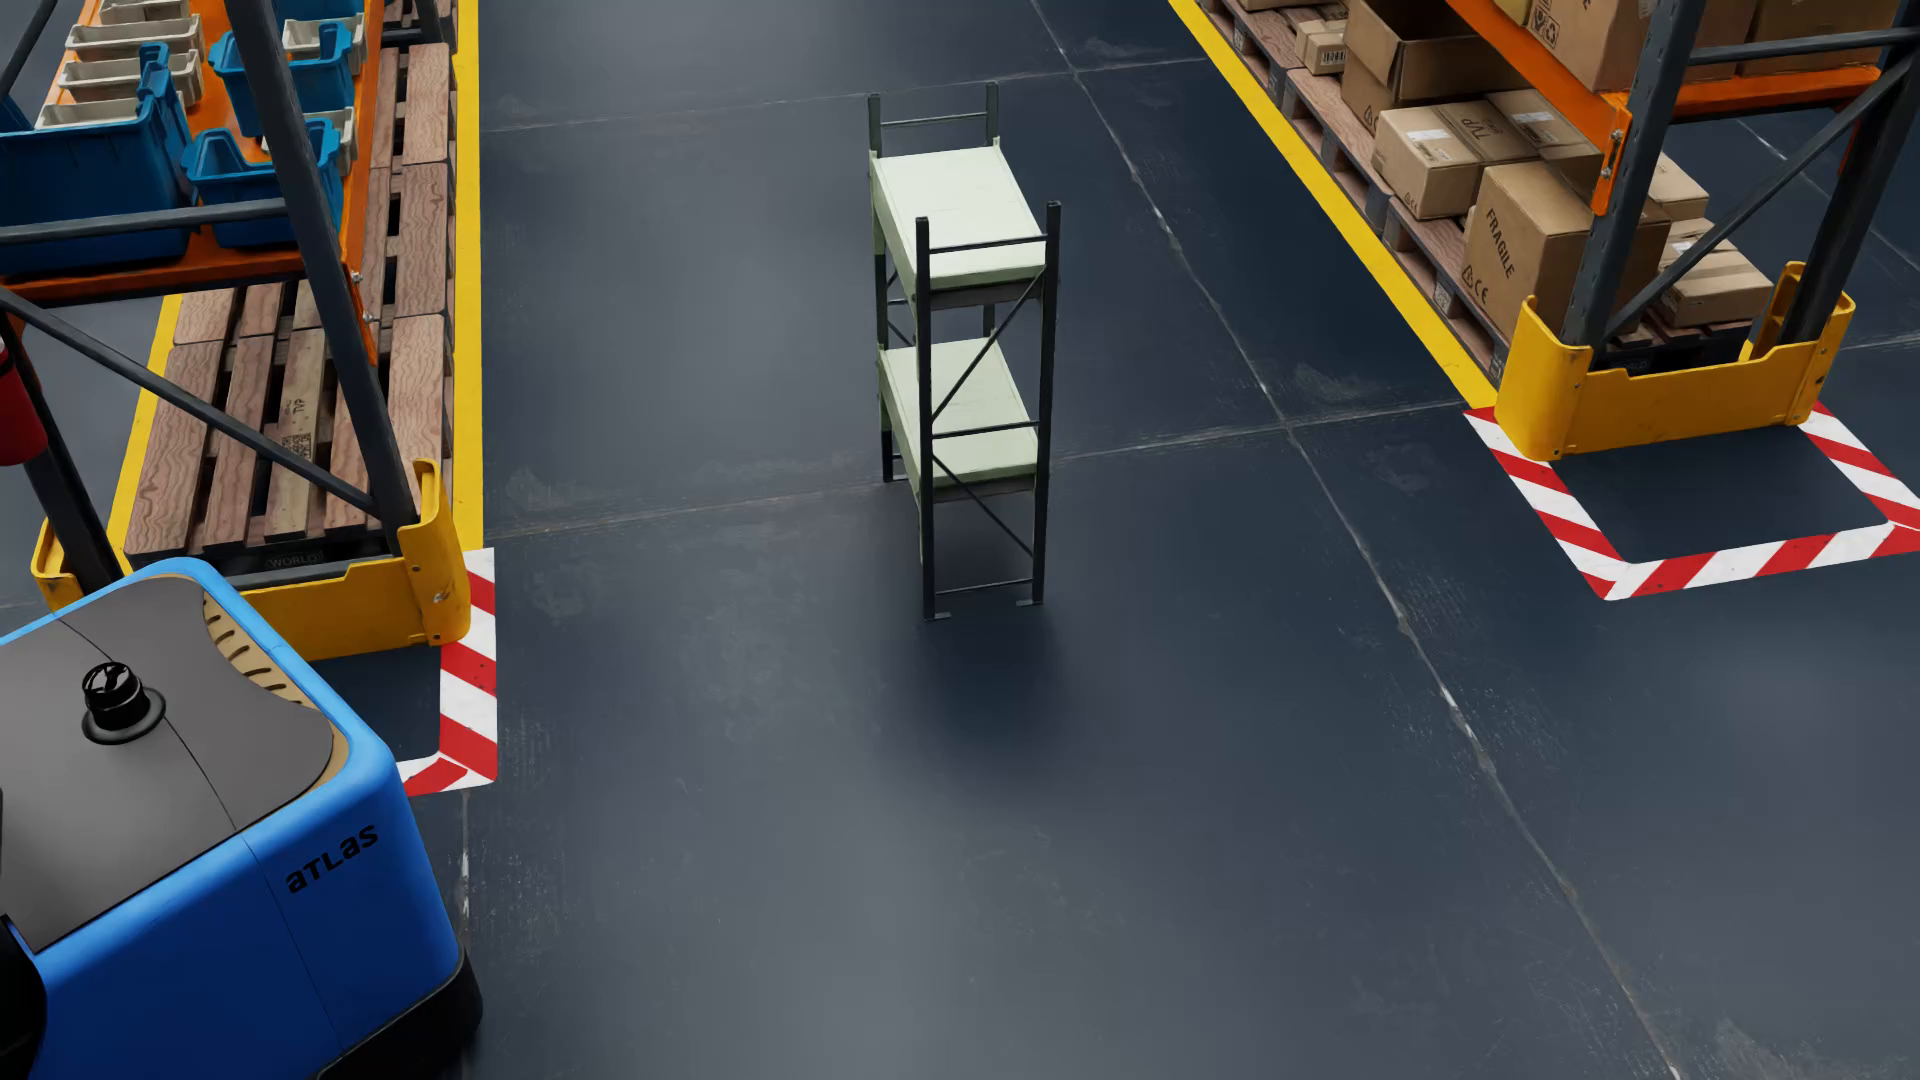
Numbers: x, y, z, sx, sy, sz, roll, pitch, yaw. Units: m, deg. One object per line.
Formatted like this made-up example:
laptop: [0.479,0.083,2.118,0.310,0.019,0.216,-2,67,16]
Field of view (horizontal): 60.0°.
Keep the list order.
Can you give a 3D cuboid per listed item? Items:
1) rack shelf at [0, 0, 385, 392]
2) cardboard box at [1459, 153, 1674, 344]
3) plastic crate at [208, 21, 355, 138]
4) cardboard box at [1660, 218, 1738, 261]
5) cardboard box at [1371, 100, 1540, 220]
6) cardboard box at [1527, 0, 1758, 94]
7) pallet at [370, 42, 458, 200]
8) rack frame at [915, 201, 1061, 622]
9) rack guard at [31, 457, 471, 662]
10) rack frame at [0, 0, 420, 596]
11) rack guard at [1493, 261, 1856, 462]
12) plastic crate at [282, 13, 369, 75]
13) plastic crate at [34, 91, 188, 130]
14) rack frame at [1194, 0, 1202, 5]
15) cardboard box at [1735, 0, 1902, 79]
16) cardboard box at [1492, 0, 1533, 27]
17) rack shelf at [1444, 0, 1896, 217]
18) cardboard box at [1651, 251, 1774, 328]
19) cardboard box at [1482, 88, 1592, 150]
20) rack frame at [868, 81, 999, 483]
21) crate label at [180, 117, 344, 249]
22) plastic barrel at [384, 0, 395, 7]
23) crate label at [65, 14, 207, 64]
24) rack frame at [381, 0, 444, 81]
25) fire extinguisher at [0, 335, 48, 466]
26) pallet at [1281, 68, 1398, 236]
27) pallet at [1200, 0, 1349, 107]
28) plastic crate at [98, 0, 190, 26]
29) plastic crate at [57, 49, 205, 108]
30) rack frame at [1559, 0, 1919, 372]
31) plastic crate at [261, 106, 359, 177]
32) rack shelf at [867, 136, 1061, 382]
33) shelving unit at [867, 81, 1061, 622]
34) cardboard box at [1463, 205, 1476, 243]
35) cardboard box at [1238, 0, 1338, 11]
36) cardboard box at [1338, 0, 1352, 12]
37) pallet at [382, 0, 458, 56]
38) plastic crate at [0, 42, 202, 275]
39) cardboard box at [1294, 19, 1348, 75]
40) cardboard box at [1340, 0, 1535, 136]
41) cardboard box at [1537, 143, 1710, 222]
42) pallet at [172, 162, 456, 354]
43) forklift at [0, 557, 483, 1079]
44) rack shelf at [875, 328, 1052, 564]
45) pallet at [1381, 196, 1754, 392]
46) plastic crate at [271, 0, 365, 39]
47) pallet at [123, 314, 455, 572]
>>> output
rack shelf: [-2.645,-1.865,6.133,1.077,0.370,4.000,-8,42,-9]
cardboard box: [2.267,-1.091,6.272,0.500,0.500,0.500,-8,42,-9]
plastic crate: [-2.087,-1.431,5.183,0.416,0.233,0.300,-8,42,-9]
cardboard box: [2.816,-1.132,6.569,0.380,0.166,0.250,-8,42,-9]
cardboard box: [2.091,-1.618,7.053,0.500,0.250,0.500,-8,42,-9]
cardboard box: [2.262,-1.833,5.480,0.500,0.500,0.500,-7,42,-8]
pallet: [-2.880,-1.916,7.750,1.003,0.211,1.213,-8,42,-9]
rack frame: [0.078,-0.328,4.990,0.400,1.500,0.023,-8,42,-9]
rack guard: [-2.195,0.111,5.248,1.175,0.500,0.348,-8,42,-9]
rack frame: [-2.213,-0.837,4.434,1.000,3.000,0.127,-8,42,-9]
rack guard: [2.608,-0.659,6.116,1.175,0.500,0.348,-8,42,-9]
plastic crate: [-2.079,-1.628,5.478,0.250,0.136,0.298,-8,42,-9]
plastic crate: [-2.566,-1.264,5.068,0.396,0.136,0.243,-8,42,-9]
rack frame: [1.761,-4.137,8.151,1.000,3.000,0.127,-8,42,-9]
cardboard box: [2.786,-1.907,5.564,0.500,0.500,0.500,-8,42,-8]
cardboard box: [2.147,-2.169,5.859,0.500,0.500,0.500,-8,42,-9]
rack shelf: [2.193,-2.572,6.930,1.077,0.370,4.000,-8,42,-9]
cardboard box: [2.870,-0.964,6.392,0.380,0.149,0.250,-8,42,-9]
cardboard box: [2.568,-1.722,7.170,0.500,0.250,0.500,-8,42,-9]
rack frame: [-0.080,-0.802,5.524,0.400,1.500,0.023,-8,42,-9]
crate label: [-1.945,-1.004,4.703,0.416,0.233,0.303,-8,42,-9]
plastic barrel: [-3.177,-3.157,8.312,0.600,0.901,0.708,-8,42,-9]
crate label: [-2.698,-1.631,5.481,0.396,0.136,0.243,-8,42,-9]
rack frame: [-3.076,-3.430,7.355,1.000,3.000,0.127,-8,42,-9]
fire extinguisher: [-2.624,-0.506,4.400,0.296,0.674,0.183,-8,42,-9]
pallet: [2.175,-1.857,7.683,1.003,0.211,1.213,-8,42,-9]
pallet: [1.909,-2.649,8.576,1.003,0.211,1.213,-8,42,-9]
plastic crate: [-2.780,-1.820,5.694,0.298,0.136,0.250,-8,42,-9]
plastic crate: [-2.614,-1.454,5.282,0.396,0.136,0.243,-8,42,-9]
rack frame: [2.625,-1.545,5.231,1.000,3.000,0.127,-8,42,-9]
plastic crate: [-1.933,-1.188,4.982,0.250,0.136,0.298,-8,42,-9]
rack shelf: [-0.001,-0.857,4.998,0.431,0.370,0.720,-8,42,-9]
shelving unit: [-0.001,-0.565,5.257,0.431,1.500,0.755,-8,42,-9]
cardboard box: [2.267,-1.242,6.693,0.380,0.166,0.250,-8,42,-9]
cardboard box: [1.641,-2.993,8.557,0.500,0.311,0.500,-8,42,-9]
cardboard box: [2.161,-3.038,8.465,0.500,0.500,0.500,-8,42,-9]
pallet: [-3.202,-2.893,8.850,1.003,0.211,1.213,-8,42,-9]
plastic crate: [-2.467,-1.063,4.616,0.616,0.435,0.499,-8,42,-9]
cardboard box: [1.837,-2.380,7.974,0.380,0.166,0.250,-8,42,-9]
cardboard box: [2.172,-2.151,7.463,0.797,0.503,0.637,-8,42,-9]
cardboard box: [2.676,-1.398,6.805,0.500,0.250,0.500,-8,42,-9]
pallet: [-2.613,-1.124,6.857,1.003,0.211,1.213,-8,42,-9]
forklift: [-2.625,0.639,2.822,3.031,2.935,1.130,-33,51,-32]
rack shelf: [-0.001,-0.321,5.473,0.431,0.370,0.720,-8,42,-9]
pallet: [2.435,-1.068,6.794,1.003,0.211,1.213,-8,42,-9]
plastic crate: [-2.229,-1.858,5.664,0.416,0.233,0.300,-8,42,-9]
pallet: [-2.353,-0.335,5.968,1.003,0.211,1.213,-8,42,-9]
